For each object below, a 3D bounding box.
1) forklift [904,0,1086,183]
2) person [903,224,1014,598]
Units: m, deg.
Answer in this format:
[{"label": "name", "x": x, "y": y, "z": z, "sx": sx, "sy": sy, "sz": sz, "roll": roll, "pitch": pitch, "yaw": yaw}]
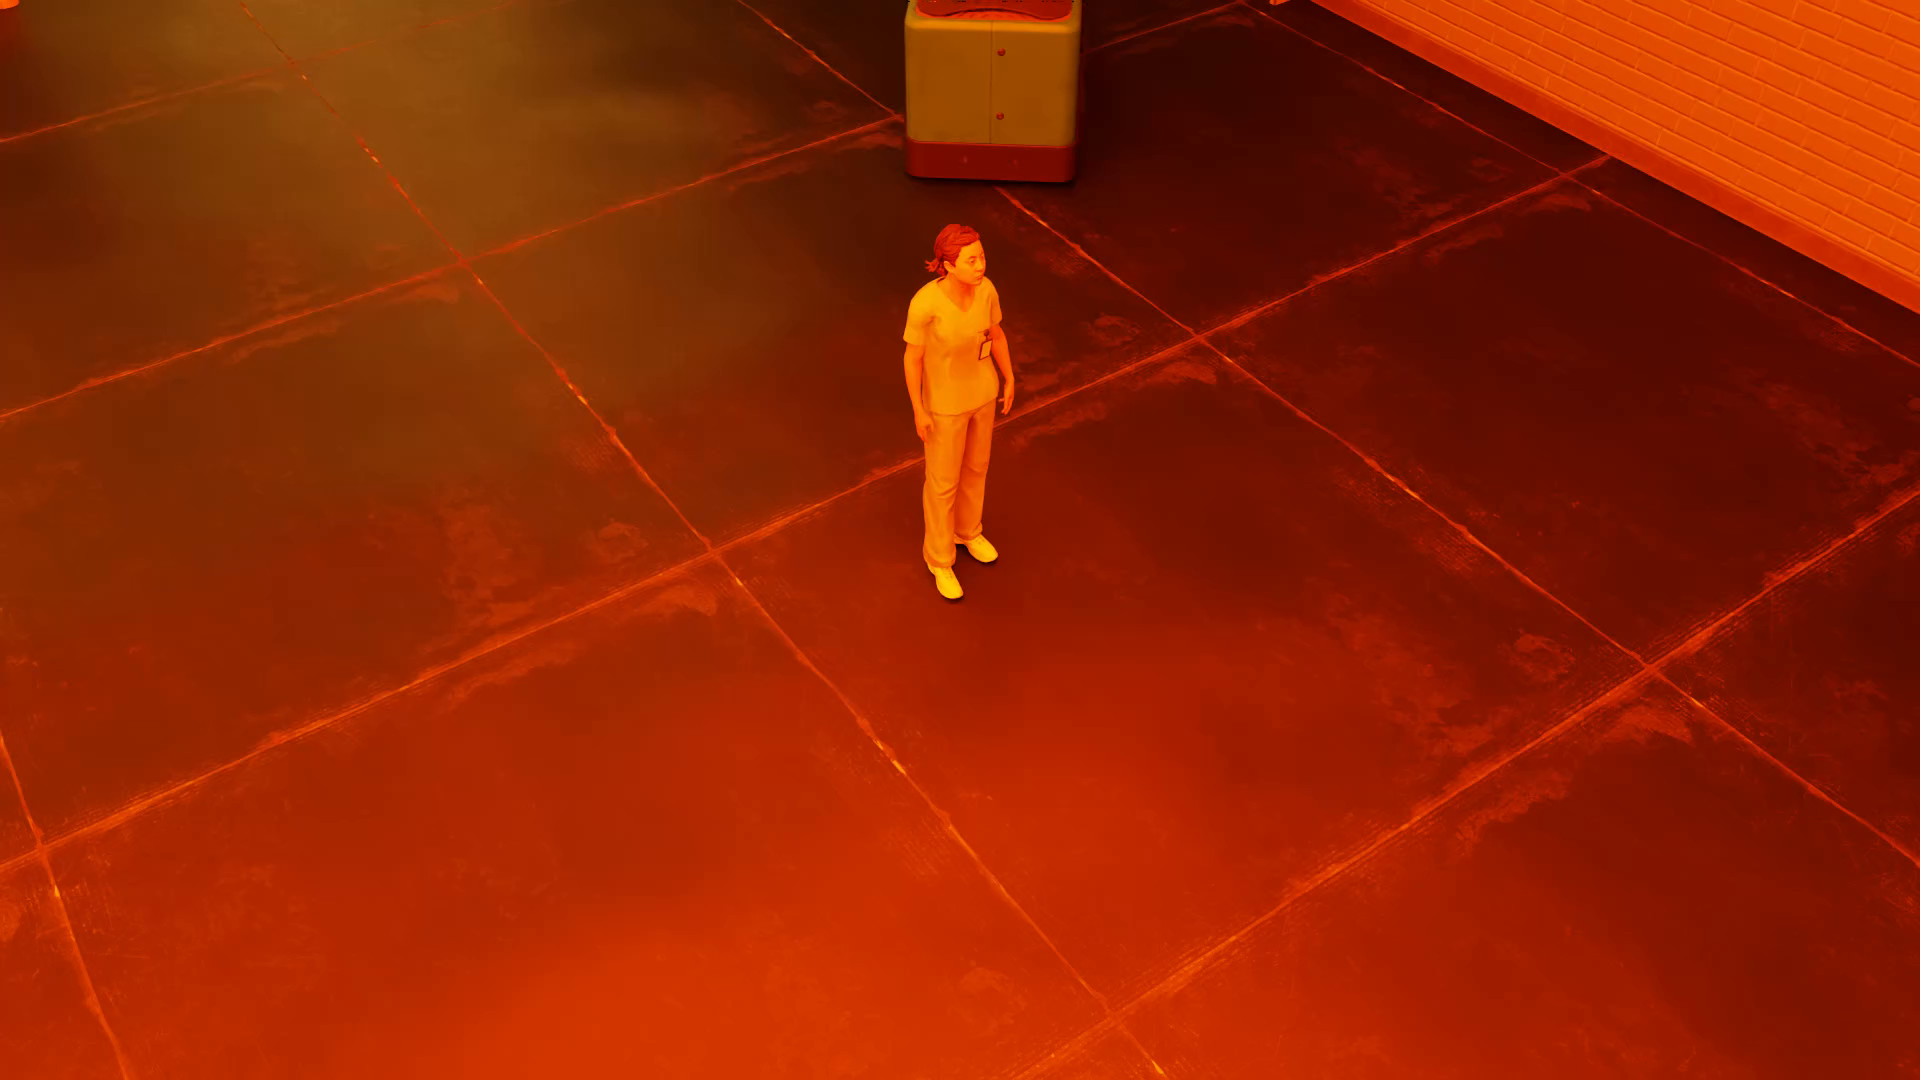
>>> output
[{"label": "forklift", "x": 0.288, "y": -4.247, "z": 10.324, "sx": 1.130, "sy": 2.935, "sz": 3.031, "roll": 3, "pitch": 43, "yaw": 3}, {"label": "person", "x": 0.031, "y": -0.575, "z": 7.255, "sx": 0.549, "sy": 1.673, "sz": 0.548, "roll": -25, "pitch": 48, "yaw": -25}]
